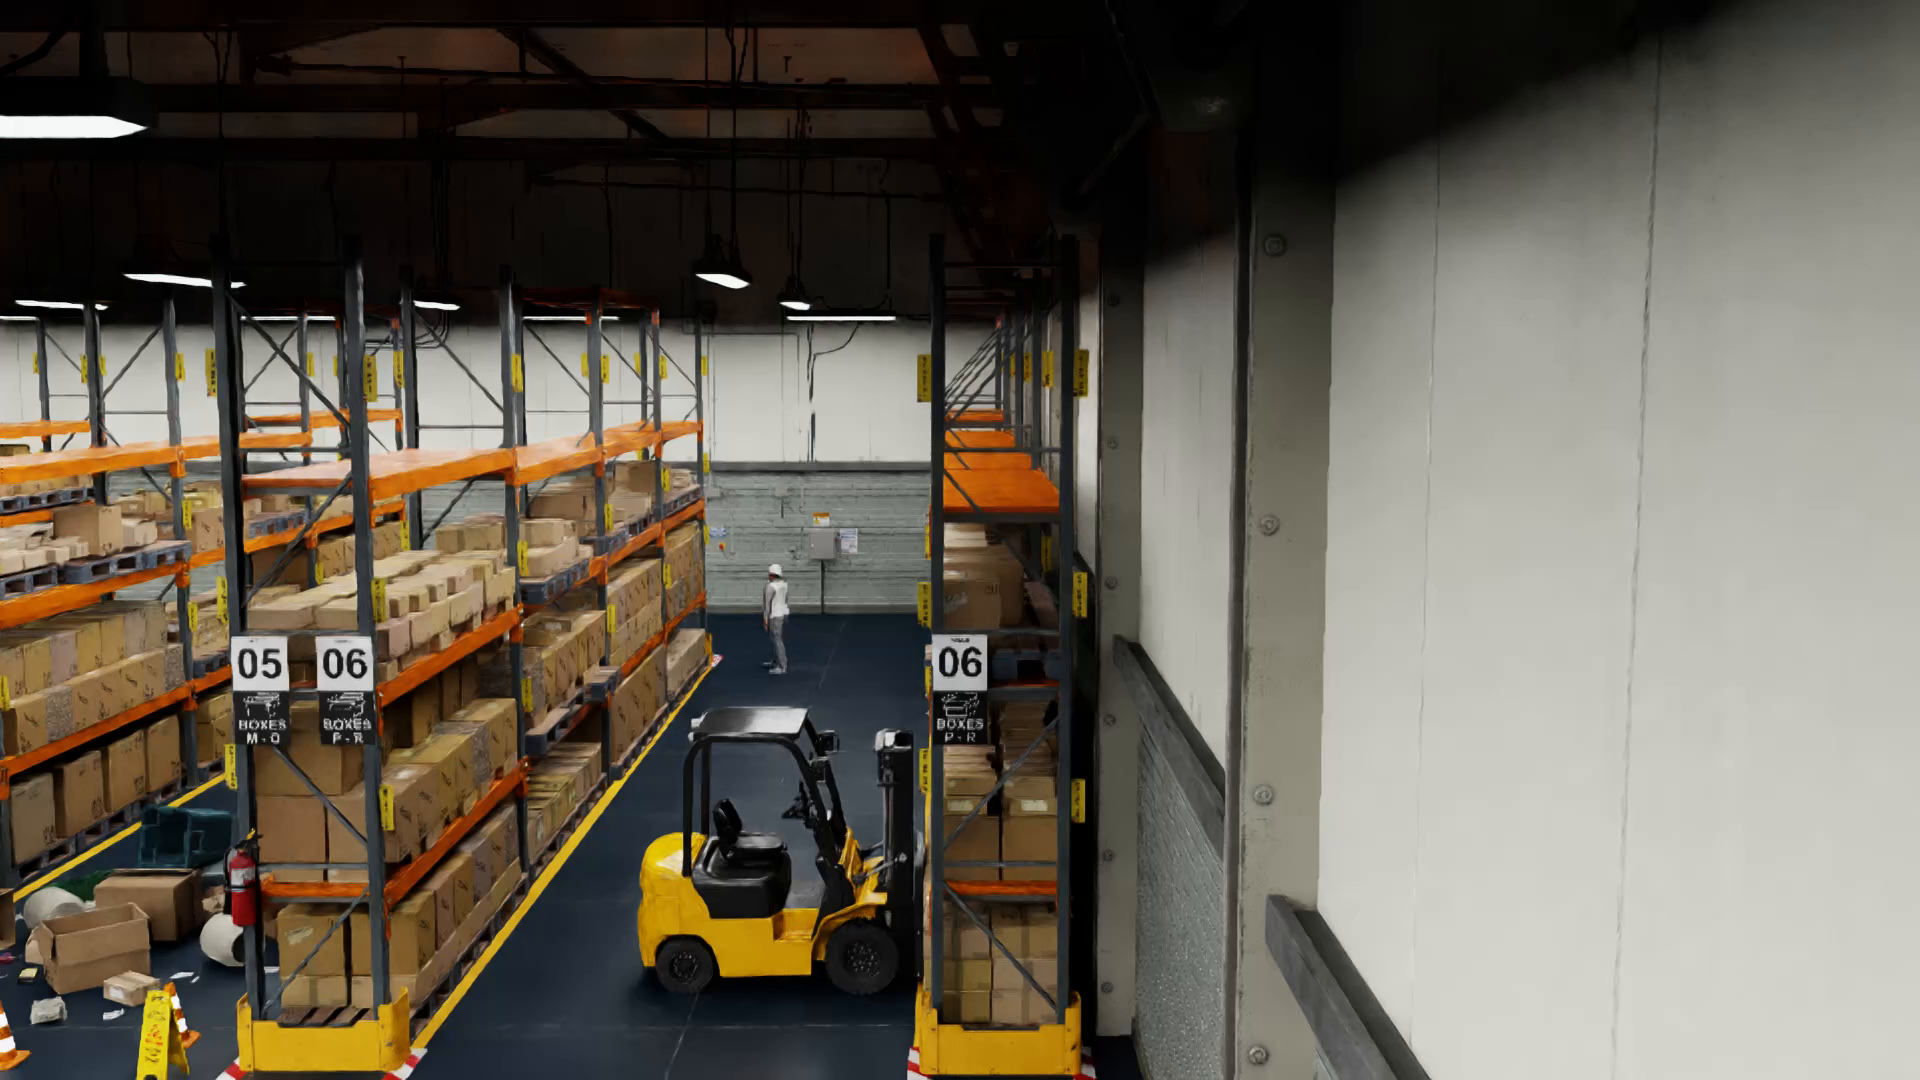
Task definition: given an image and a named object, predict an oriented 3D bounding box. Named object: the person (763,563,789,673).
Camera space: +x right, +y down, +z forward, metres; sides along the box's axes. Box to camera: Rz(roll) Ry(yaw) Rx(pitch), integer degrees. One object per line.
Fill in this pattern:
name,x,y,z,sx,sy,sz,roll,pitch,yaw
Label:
person,-3.044,1.261,27.292,0.581,1.768,0.640,2,7,21
